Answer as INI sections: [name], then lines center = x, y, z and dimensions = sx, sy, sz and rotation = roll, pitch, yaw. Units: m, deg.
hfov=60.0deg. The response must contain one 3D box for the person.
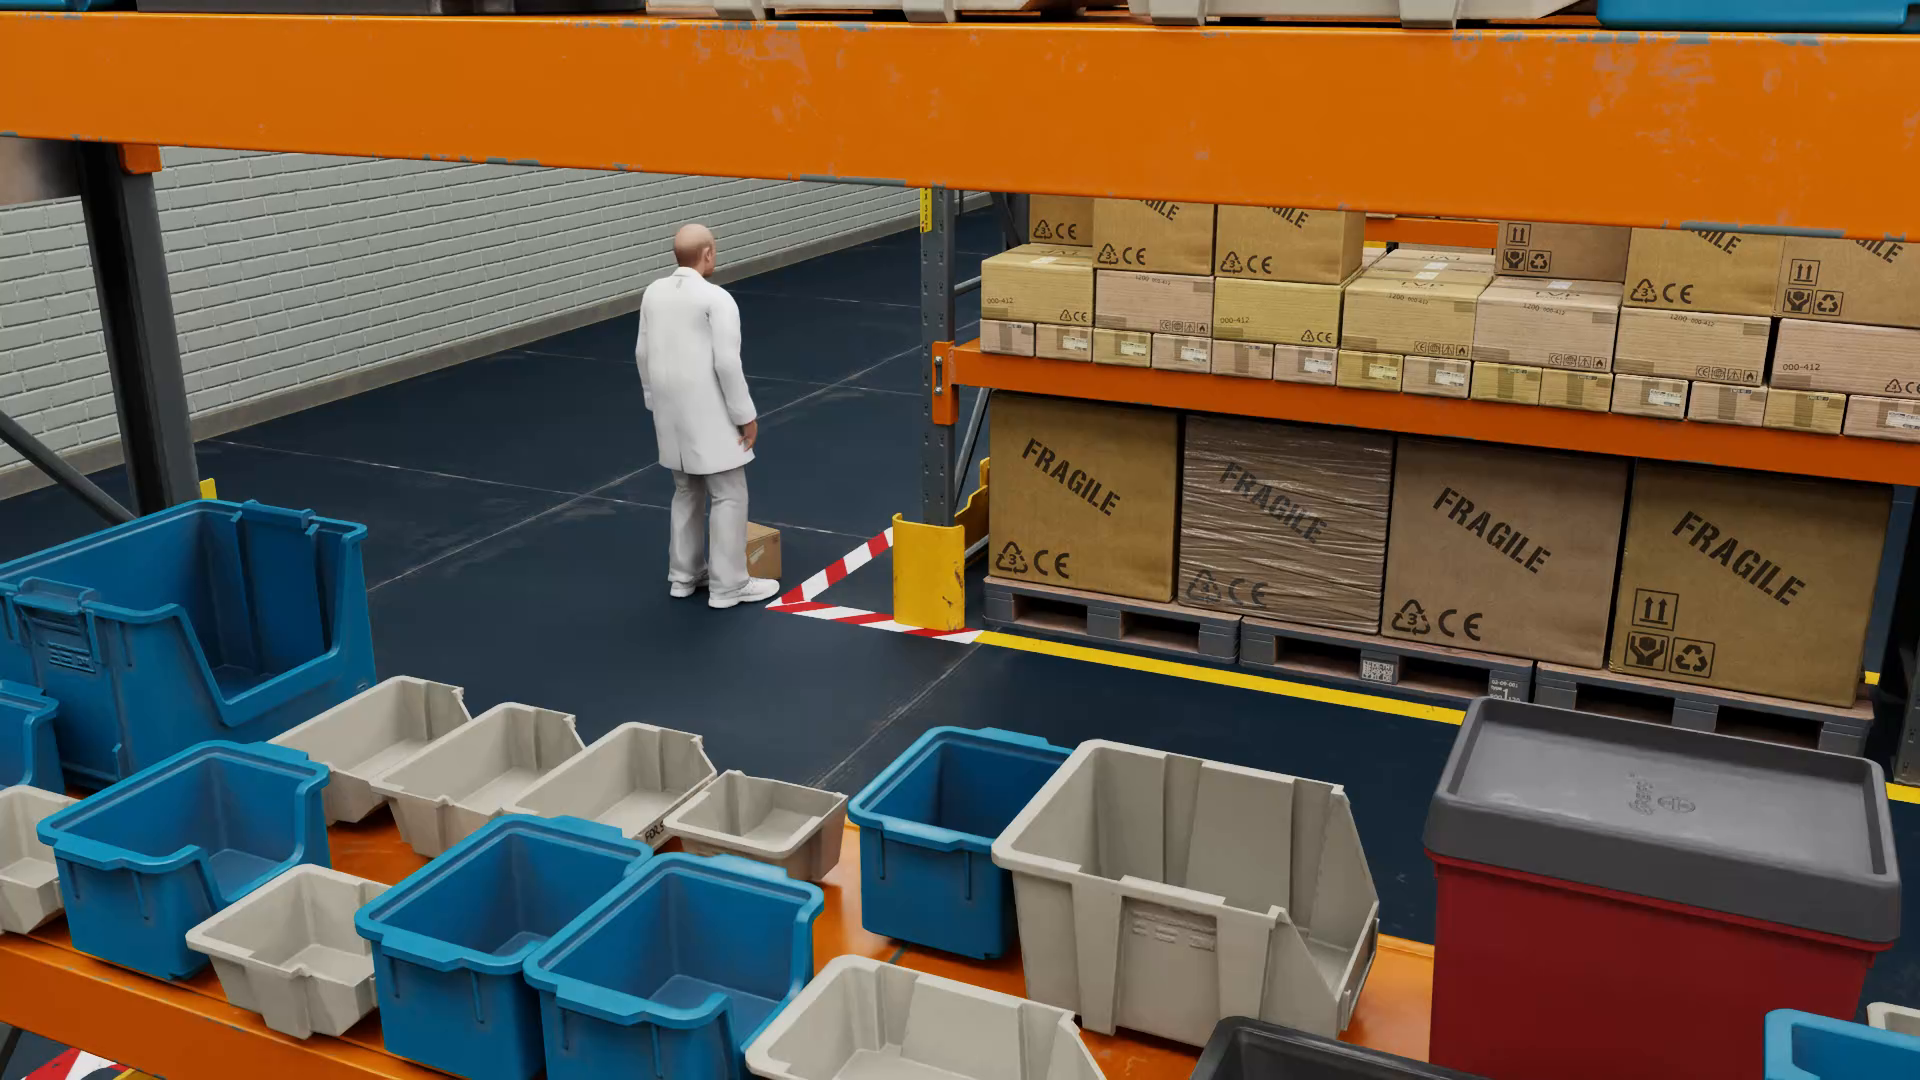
[person]
center = -1.223, -0.584, 7.808
dimensions = 0.652, 1.773, 0.425
rotation = 13, 22, 33
